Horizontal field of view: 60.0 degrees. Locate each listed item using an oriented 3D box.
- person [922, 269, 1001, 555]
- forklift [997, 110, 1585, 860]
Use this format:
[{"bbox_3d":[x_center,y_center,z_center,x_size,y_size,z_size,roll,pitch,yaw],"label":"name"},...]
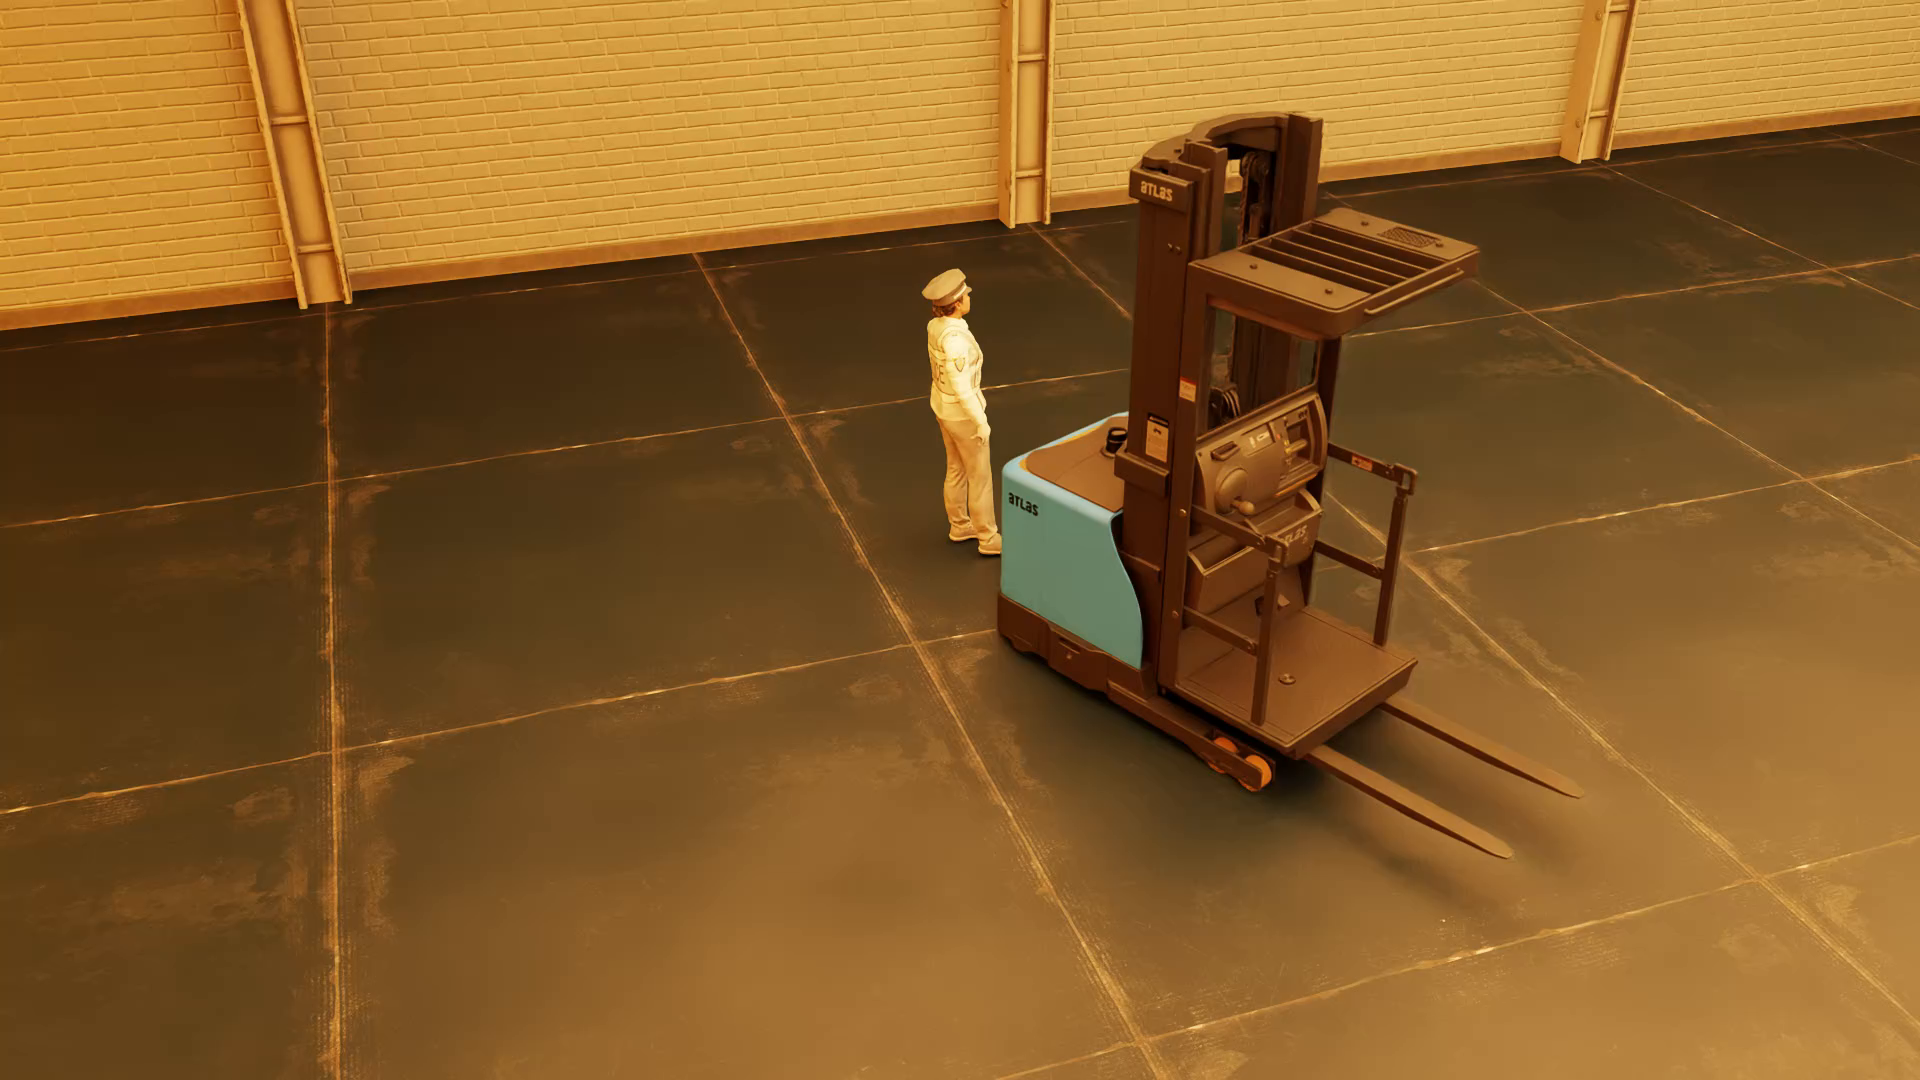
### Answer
[{"bbox_3d":[0.067,-0.748,9.613,0.531,1.695,0.588,-10,31,-16],"label":"person"},{"bbox_3d":[1.575,-0.363,7.718,1.130,2.935,3.031,-25,38,-36],"label":"forklift"}]
